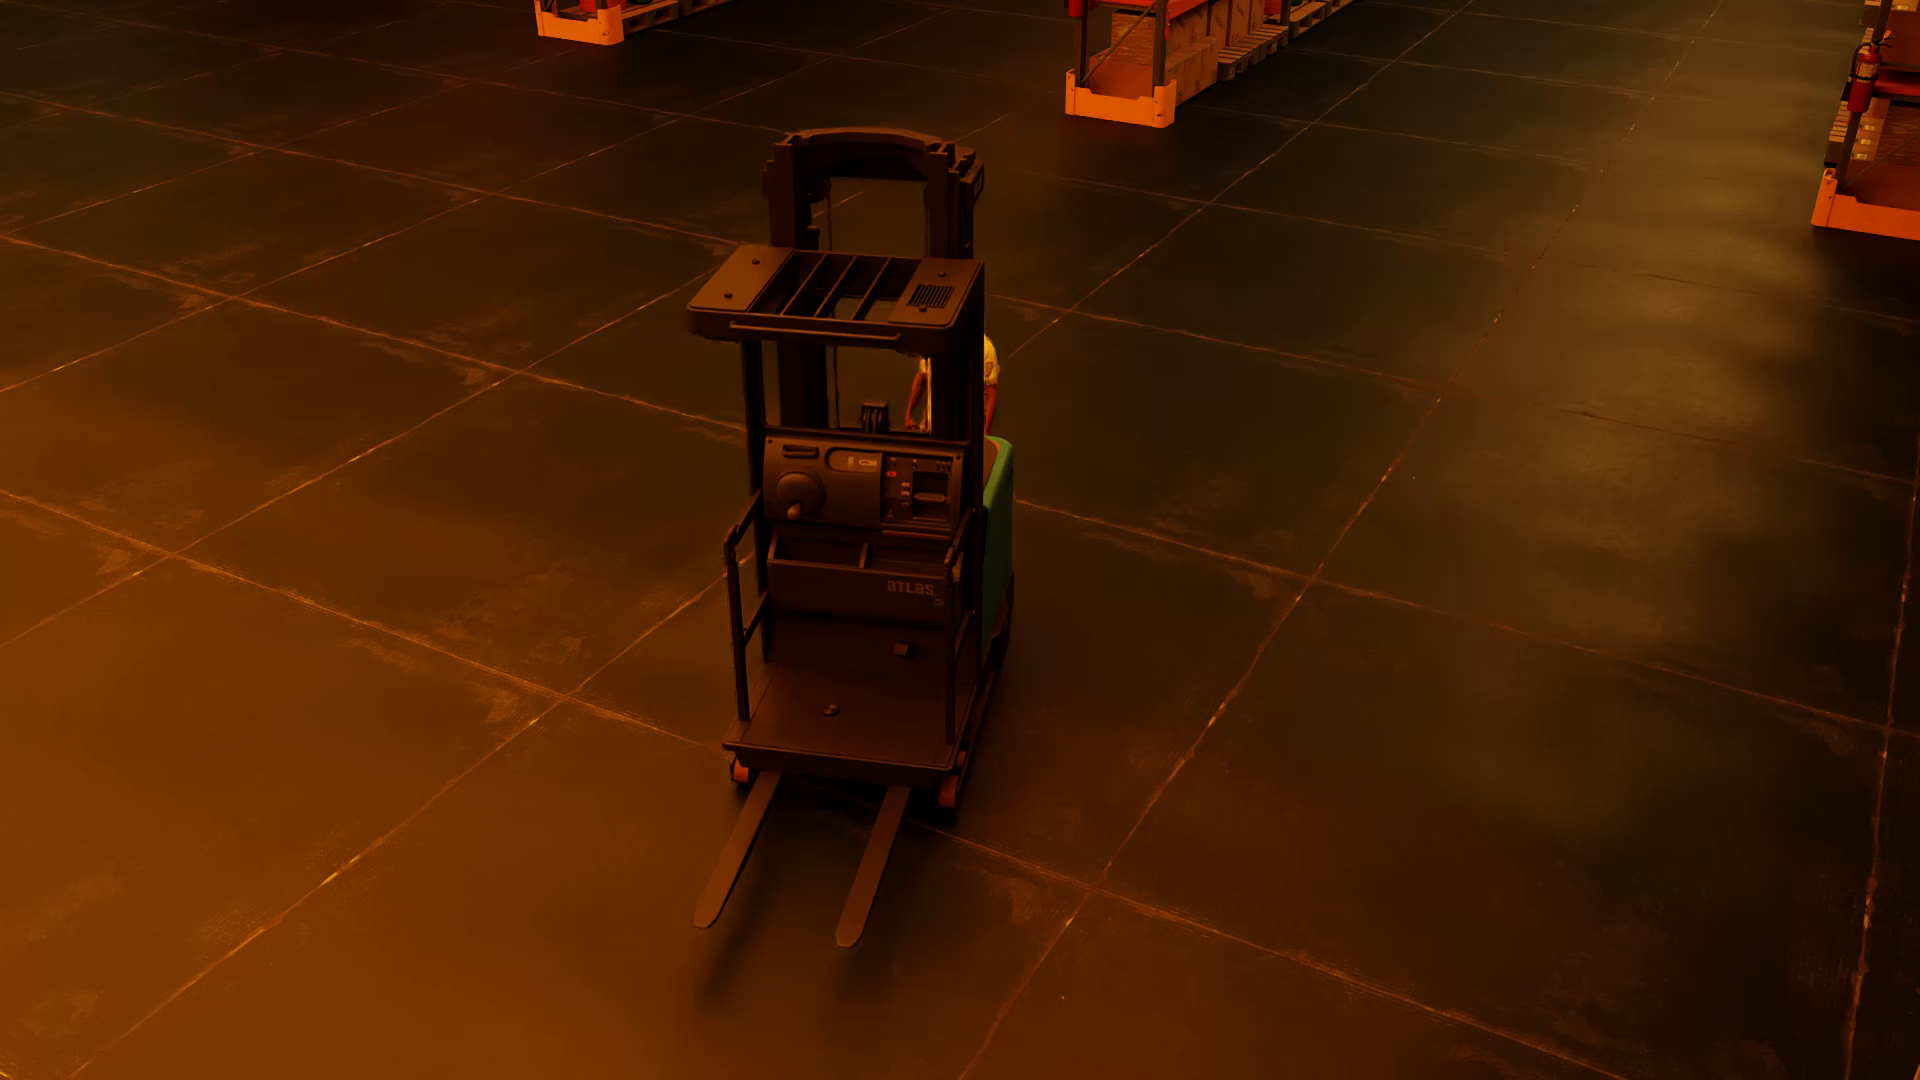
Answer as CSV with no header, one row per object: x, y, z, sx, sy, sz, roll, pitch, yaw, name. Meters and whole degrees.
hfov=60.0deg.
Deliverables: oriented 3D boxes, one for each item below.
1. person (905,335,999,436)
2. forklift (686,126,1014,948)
-0.089,-0.632,9.467,0.594,1.670,0.545,19,35,30,person
-0.483,-0.206,7.428,1.130,2.935,3.031,5,30,9,forklift
